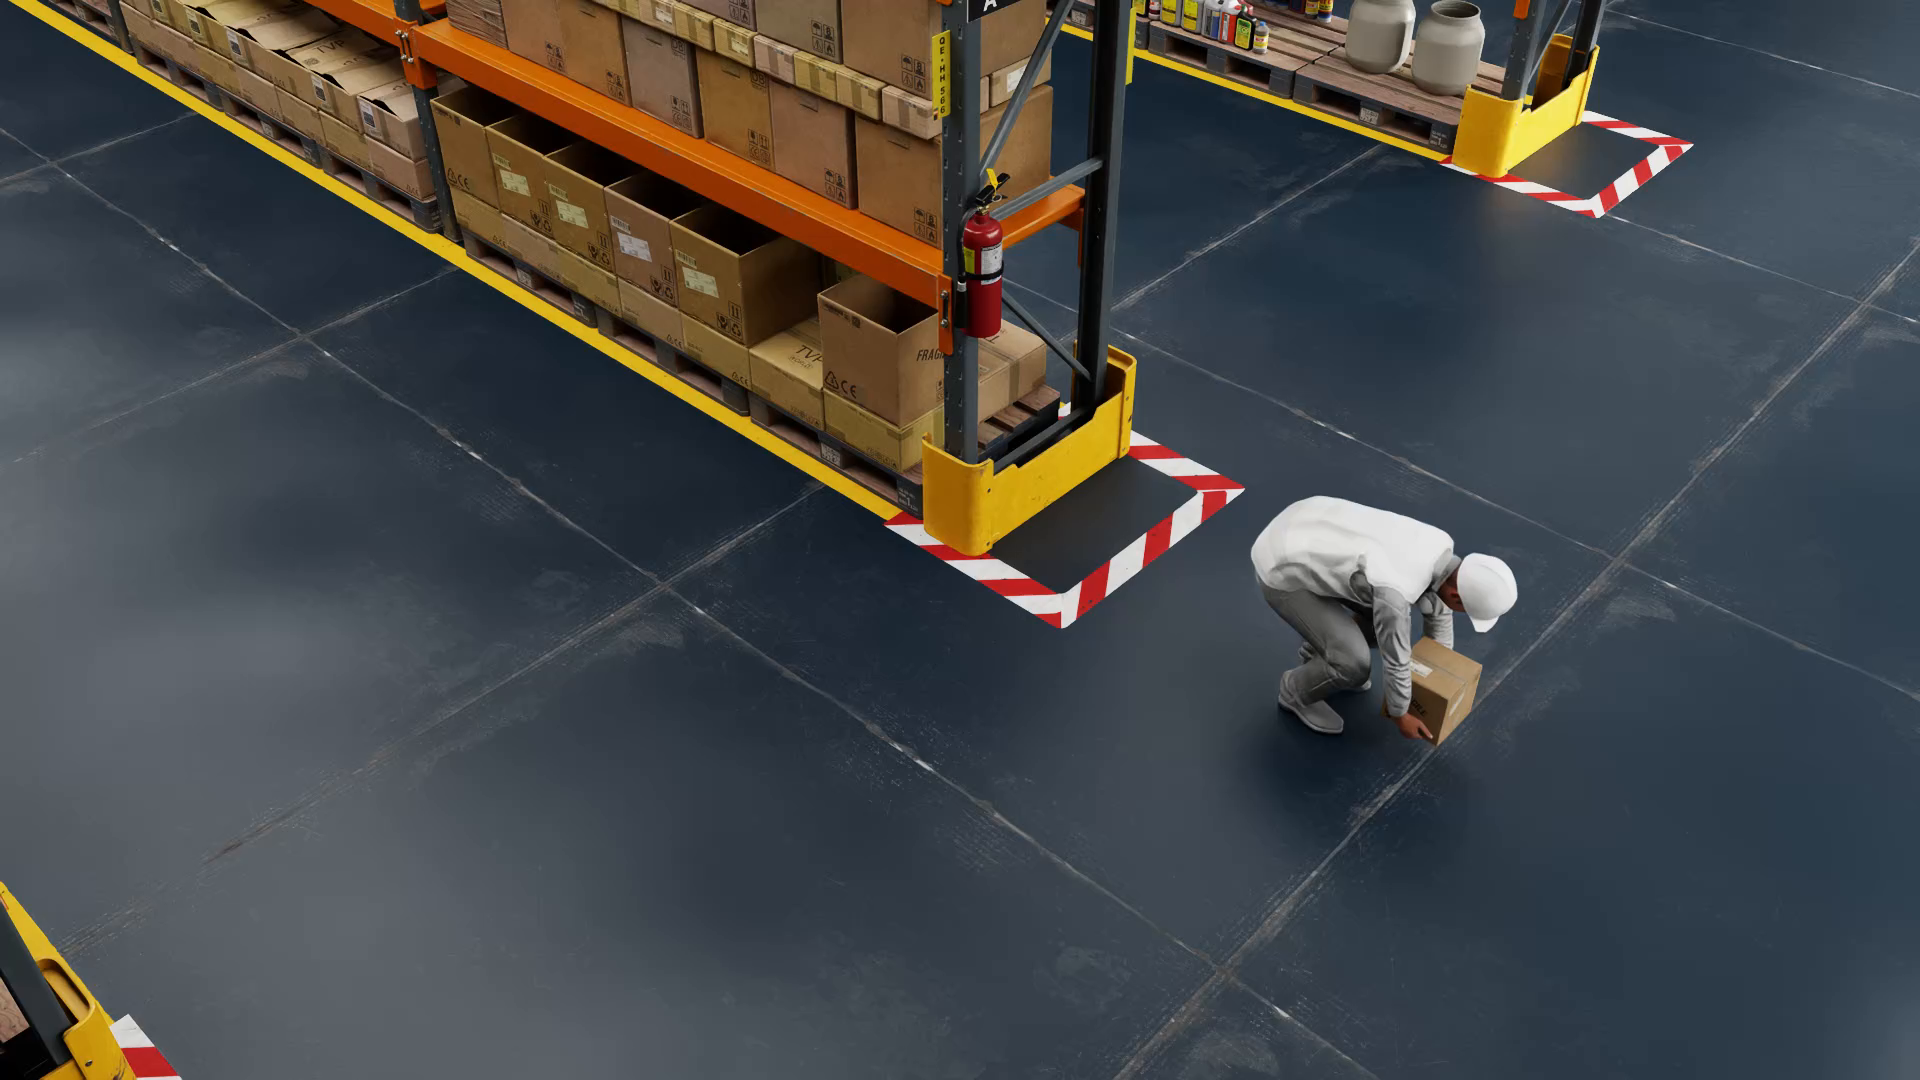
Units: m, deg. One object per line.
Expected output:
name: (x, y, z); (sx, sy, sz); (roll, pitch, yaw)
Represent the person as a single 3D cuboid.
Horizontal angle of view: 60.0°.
person: (1.585, 0.312, 6.373); (0.986, 0.989, 0.513); (28, 47, 30)
